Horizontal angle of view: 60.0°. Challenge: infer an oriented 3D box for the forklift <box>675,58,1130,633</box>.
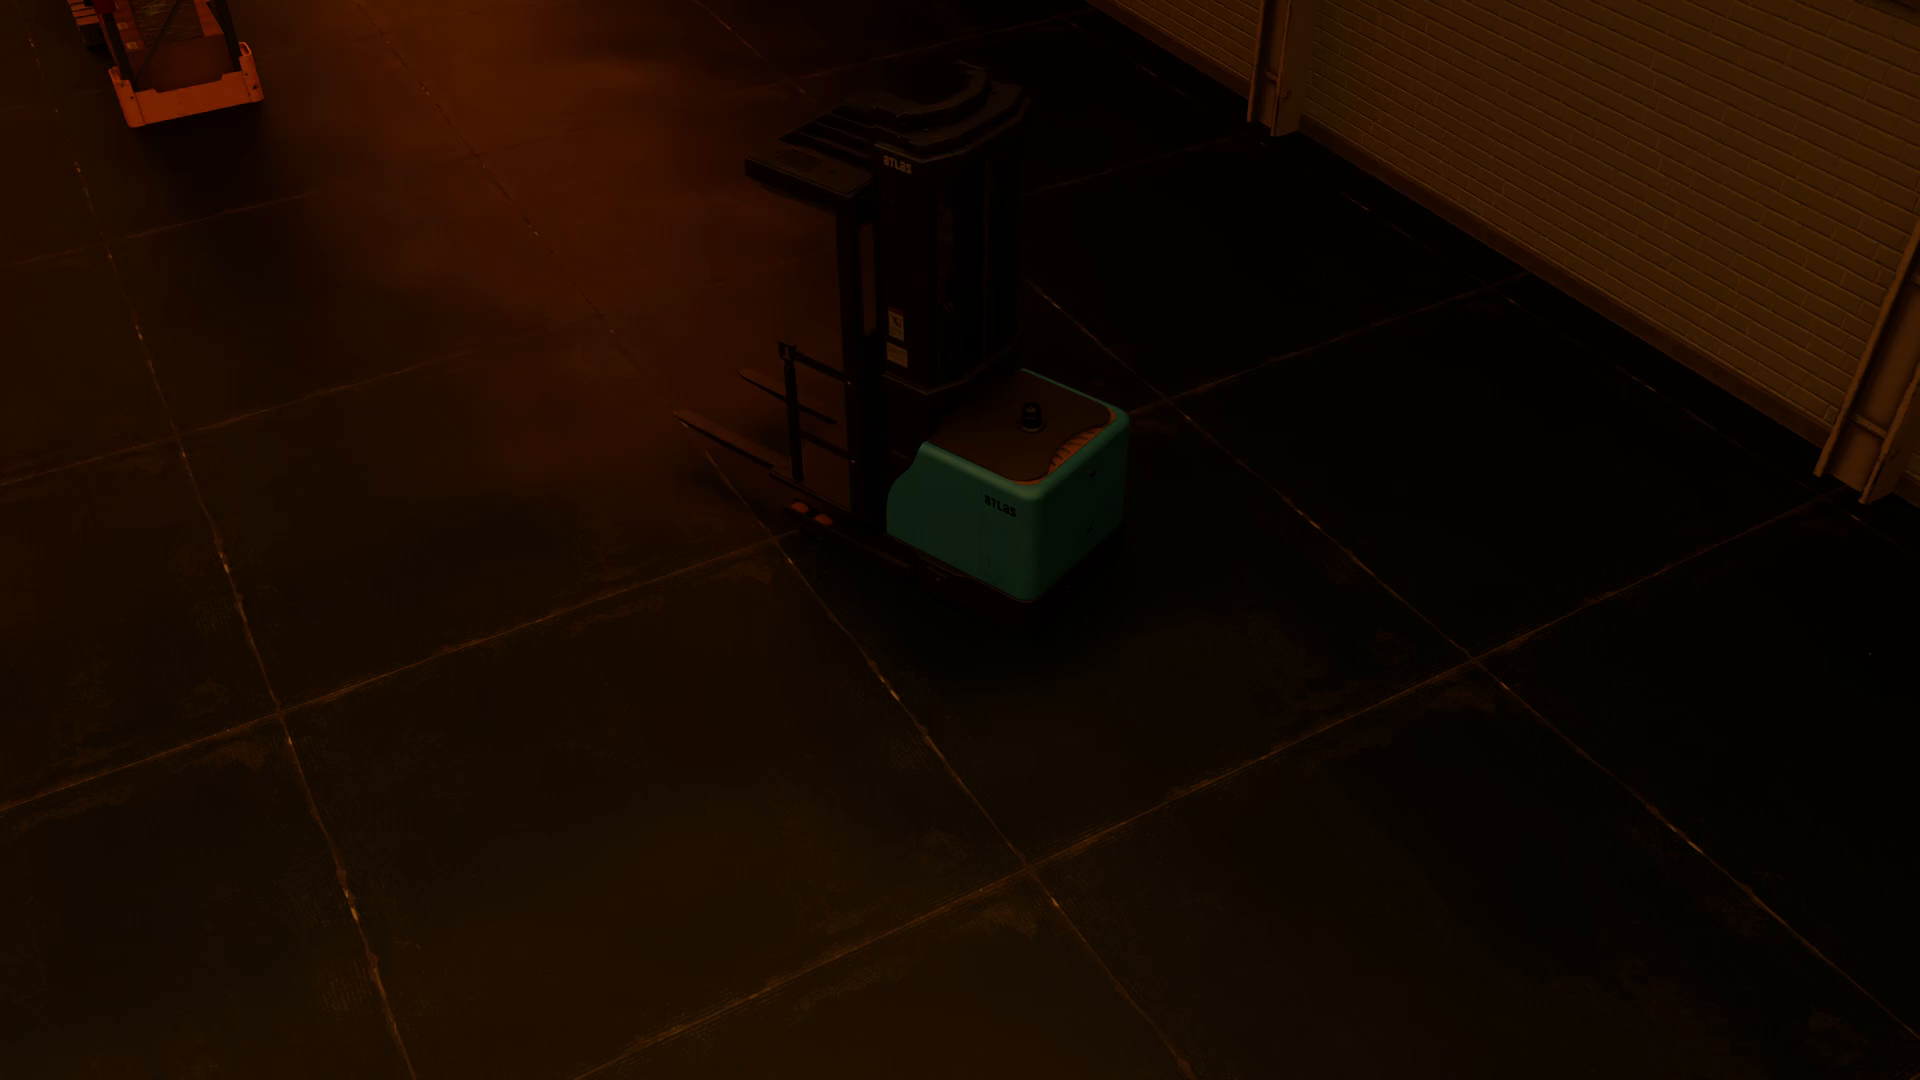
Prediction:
[{"bbox_3d":[-0.481,-1.366,9.683,3.031,2.935,1.130,26,46,28],"label":"forklift"}]
